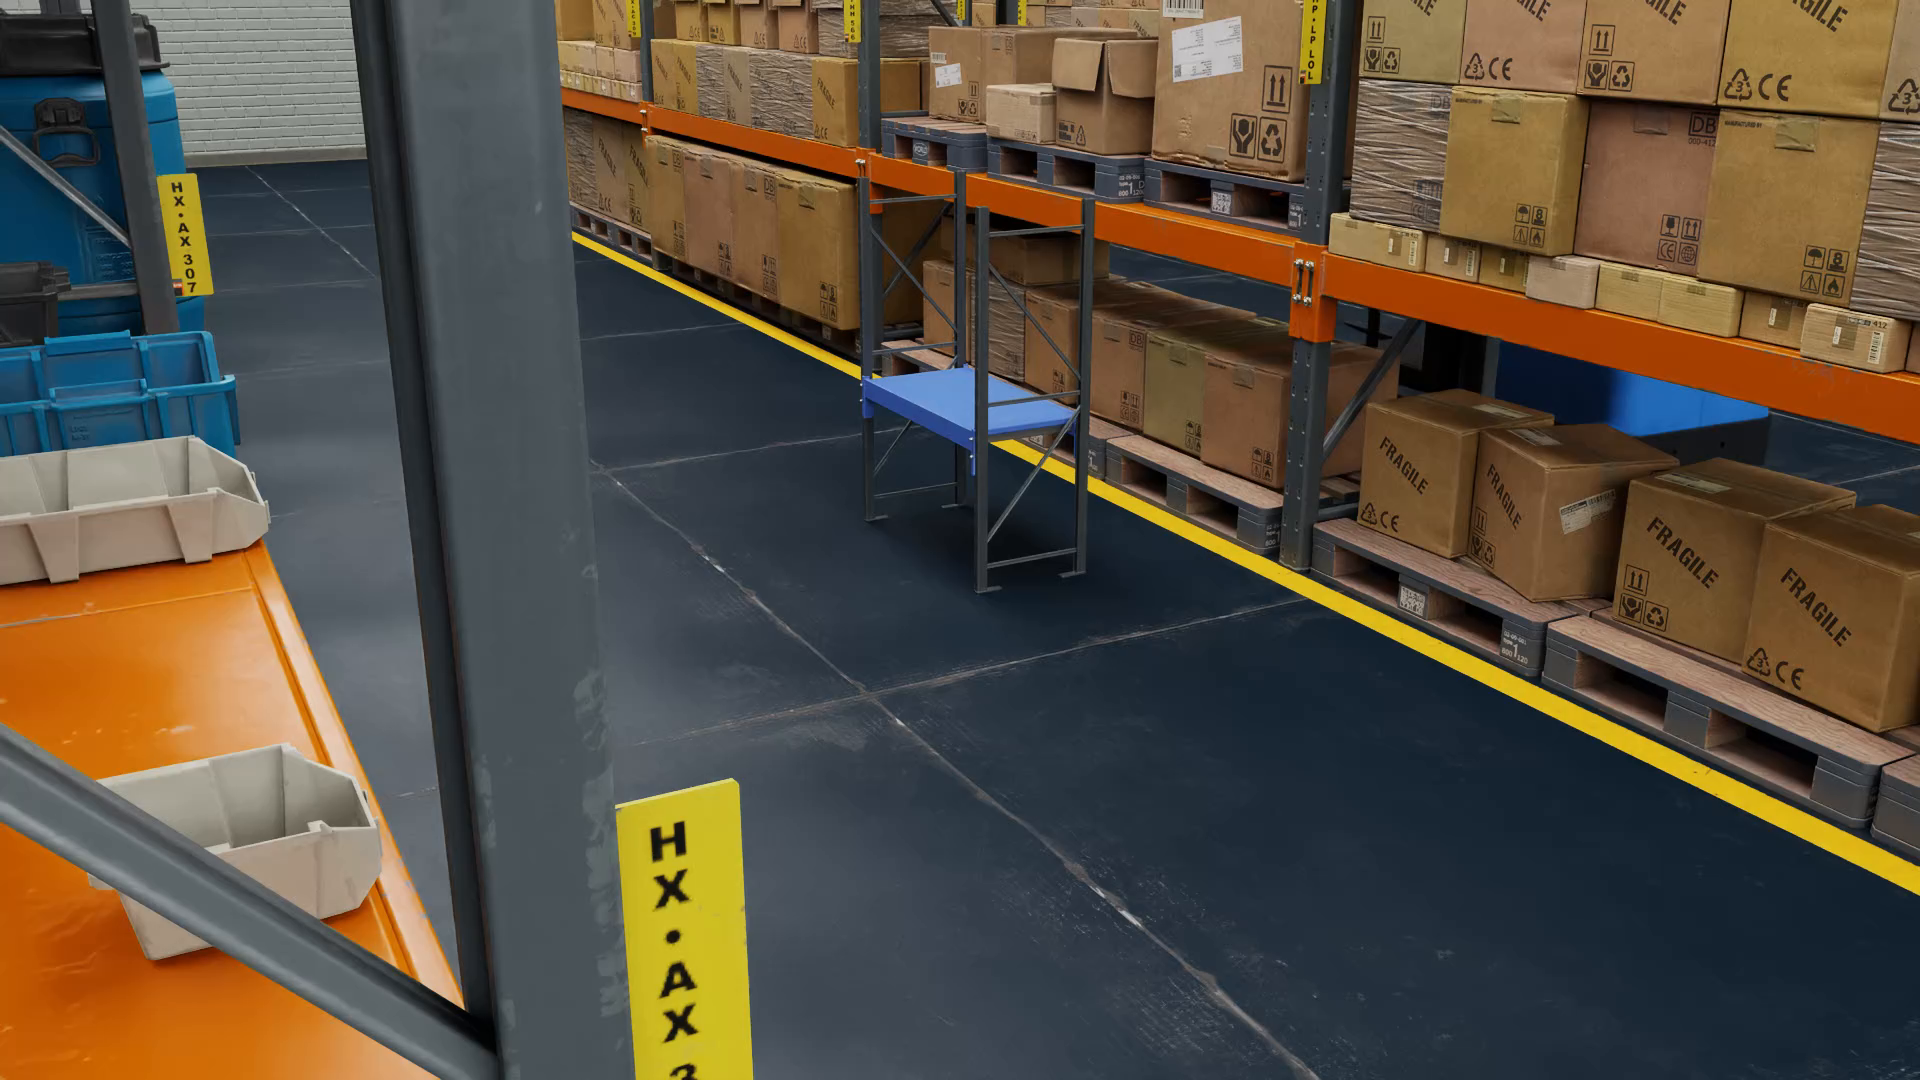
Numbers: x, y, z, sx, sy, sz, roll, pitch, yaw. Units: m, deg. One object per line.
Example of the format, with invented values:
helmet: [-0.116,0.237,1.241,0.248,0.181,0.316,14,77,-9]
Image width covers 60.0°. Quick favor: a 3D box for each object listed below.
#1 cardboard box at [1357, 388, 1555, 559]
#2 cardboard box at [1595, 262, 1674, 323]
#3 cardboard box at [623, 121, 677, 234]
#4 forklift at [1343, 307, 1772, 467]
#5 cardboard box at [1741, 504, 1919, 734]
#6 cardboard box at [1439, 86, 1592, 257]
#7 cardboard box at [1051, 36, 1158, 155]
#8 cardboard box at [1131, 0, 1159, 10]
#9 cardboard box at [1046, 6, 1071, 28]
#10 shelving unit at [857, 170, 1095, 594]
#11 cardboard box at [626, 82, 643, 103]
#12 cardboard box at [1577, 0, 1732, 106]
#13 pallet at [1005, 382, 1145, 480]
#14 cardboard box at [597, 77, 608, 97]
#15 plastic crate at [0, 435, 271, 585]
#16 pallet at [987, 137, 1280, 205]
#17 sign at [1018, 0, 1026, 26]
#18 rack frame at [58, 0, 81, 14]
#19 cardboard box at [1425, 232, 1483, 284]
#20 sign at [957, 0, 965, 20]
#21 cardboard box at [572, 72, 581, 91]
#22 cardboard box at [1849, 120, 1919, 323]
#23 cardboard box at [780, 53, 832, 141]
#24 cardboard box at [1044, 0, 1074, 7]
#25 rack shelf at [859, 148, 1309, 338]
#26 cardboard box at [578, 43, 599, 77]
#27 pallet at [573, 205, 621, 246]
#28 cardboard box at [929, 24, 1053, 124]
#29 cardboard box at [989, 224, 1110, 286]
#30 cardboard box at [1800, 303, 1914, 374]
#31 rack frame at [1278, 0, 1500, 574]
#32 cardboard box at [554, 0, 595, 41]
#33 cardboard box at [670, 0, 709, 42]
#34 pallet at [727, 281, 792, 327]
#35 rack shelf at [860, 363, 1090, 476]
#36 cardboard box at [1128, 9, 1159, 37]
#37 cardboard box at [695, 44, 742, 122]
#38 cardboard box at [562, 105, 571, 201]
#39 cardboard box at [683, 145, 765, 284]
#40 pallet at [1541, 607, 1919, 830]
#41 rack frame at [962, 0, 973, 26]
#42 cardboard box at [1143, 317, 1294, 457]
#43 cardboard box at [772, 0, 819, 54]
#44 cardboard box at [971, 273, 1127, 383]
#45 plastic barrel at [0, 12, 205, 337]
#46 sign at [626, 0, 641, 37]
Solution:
cardboard box: [1.932,-0.272,6.509,0.500,0.500,0.500,-11,22,-28]
cardboard box: [2.230,-0.794,5.219,0.380,0.149,0.250,-10,21,-27]
cardboard box: [-2.265,-3.069,14.039,0.875,0.875,0.875,-10,21,-27]
forklift: [2.783,-2.054,8.591,1.130,2.935,3.031,-9,21,-23]
cardboard box: [2.800,0.225,5.070,0.500,0.500,0.500,-8,21,-22]
cardboard box: [2.143,-1.276,5.622,0.875,0.500,0.500,-10,21,-27]
cardboard box: [0.873,-2.107,7.836,0.797,0.503,0.637,-8,20,-21]
cardboard box: [1.930,-5.165,15.360,0.500,0.500,0.500,-11,22,-29]
cardboard box: [1.207,-5.139,16.815,0.500,0.500,0.500,-11,22,-28]
shelving unit: [0.041,-0.684,6.816,0.538,1.500,1.048,-10,21,-27]
cardboard box: [-2.455,-3.591,13.324,0.380,0.149,0.250,-10,21,-26]
cardboard box: [2.243,-1.581,4.973,0.500,0.500,0.500,-10,21,-27]
pallet: [0.823,-0.632,8.639,1.003,0.211,1.213,-10,21,-27]
cardboard box: [-2.821,-3.812,13.965,0.380,0.149,0.250,-10,21,-26]
plastic crate: [-1.588,-0.057,3.103,0.530,0.136,0.437,-10,21,-27]
pallet: [0.854,-1.872,8.251,1.003,0.211,1.213,-10,21,-27]
sign: [0.351,-3.121,9.924,0.100,0.325,0.005,-10,21,-27]
rack frame: [-4.481,-1.757,7.625,1.000,3.000,0.127,-10,21,-27]
cardboard box: [1.865,-1.008,5.838,0.380,0.149,0.250,-10,21,-27]
sign: [0.014,-5.885,18.261,0.100,0.325,0.005,-10,21,-27]
cardboard box: [-3.185,-4.033,14.605,0.380,0.149,0.250,-10,21,-26]
cardboard box: [2.897,-0.853,4.395,0.875,0.500,0.500,-10,21,-27]
cardboard box: [-0.806,-2.819,10.549,0.500,0.500,0.500,-10,22,-27]
cardboard box: [1.189,-5.608,16.644,0.500,0.500,0.500,-11,22,-28]
rack shelf: [0.827,-1.610,8.302,1.077,0.370,4.000,-10,21,-27]
cardboard box: [-2.953,-4.123,14.255,0.500,0.250,0.500,-10,21,-26]
pallet: [-2.897,-2.935,15.315,1.003,0.211,1.213,-10,21,-27]
cardboard box: [0.169,-2.621,9.332,0.500,0.500,0.500,-13,23,-33]
cardboard box: [0.483,-1.567,9.081,0.500,0.250,0.500,-7,20,-21]
cardboard box: [2.555,-0.573,4.579,0.380,0.149,0.250,-10,21,-27]
rack frame: [1.777,-1.376,6.521,1.000,3.000,0.127,-10,21,-27]
cardboard box: [-3.442,-4.774,14.993,0.500,0.500,0.500,-11,22,-28]
cardboard box: [-1.711,-4.012,12.468,0.797,0.503,0.637,-11,22,-28]
pallet: [-1.006,-1.794,12.007,1.003,0.211,1.213,-10,21,-27]
rack shelf: [0.041,-0.514,6.874,0.538,0.185,1.000,-10,21,-27]
cardboard box: [1.913,-4.695,15.529,0.500,0.500,0.500,-10,21,-27]
cardboard box: [-1.547,-3.261,11.830,0.500,0.500,0.500,-11,22,-28]
cardboard box: [-3.547,-3.844,16.285,0.875,0.875,0.875,-10,21,-27]
cardboard box: [-1.275,-2.430,12.188,1.225,0.875,0.875,-11,22,-29]
pallet: [2.710,0.480,5.416,1.003,0.211,1.213,-10,21,-27]
rack frame: [0.492,-5.560,18.646,1.000,3.000,0.127,-10,21,-27]
cardboard box: [1.295,-0.722,7.782,0.700,0.500,0.500,-10,21,-27]
cardboard box: [-0.762,-3.446,10.827,0.797,0.503,0.637,-9,21,-25]
cardboard box: [0.488,-1.204,9.180,0.700,0.500,0.500,-12,22,-31]
plastic barrel: [-2.499,-1.004,4.673,0.600,0.901,0.708,-10,21,-27]
sign: [-2.509,-4.033,12.771,0.100,0.325,0.005,-10,21,-27]
